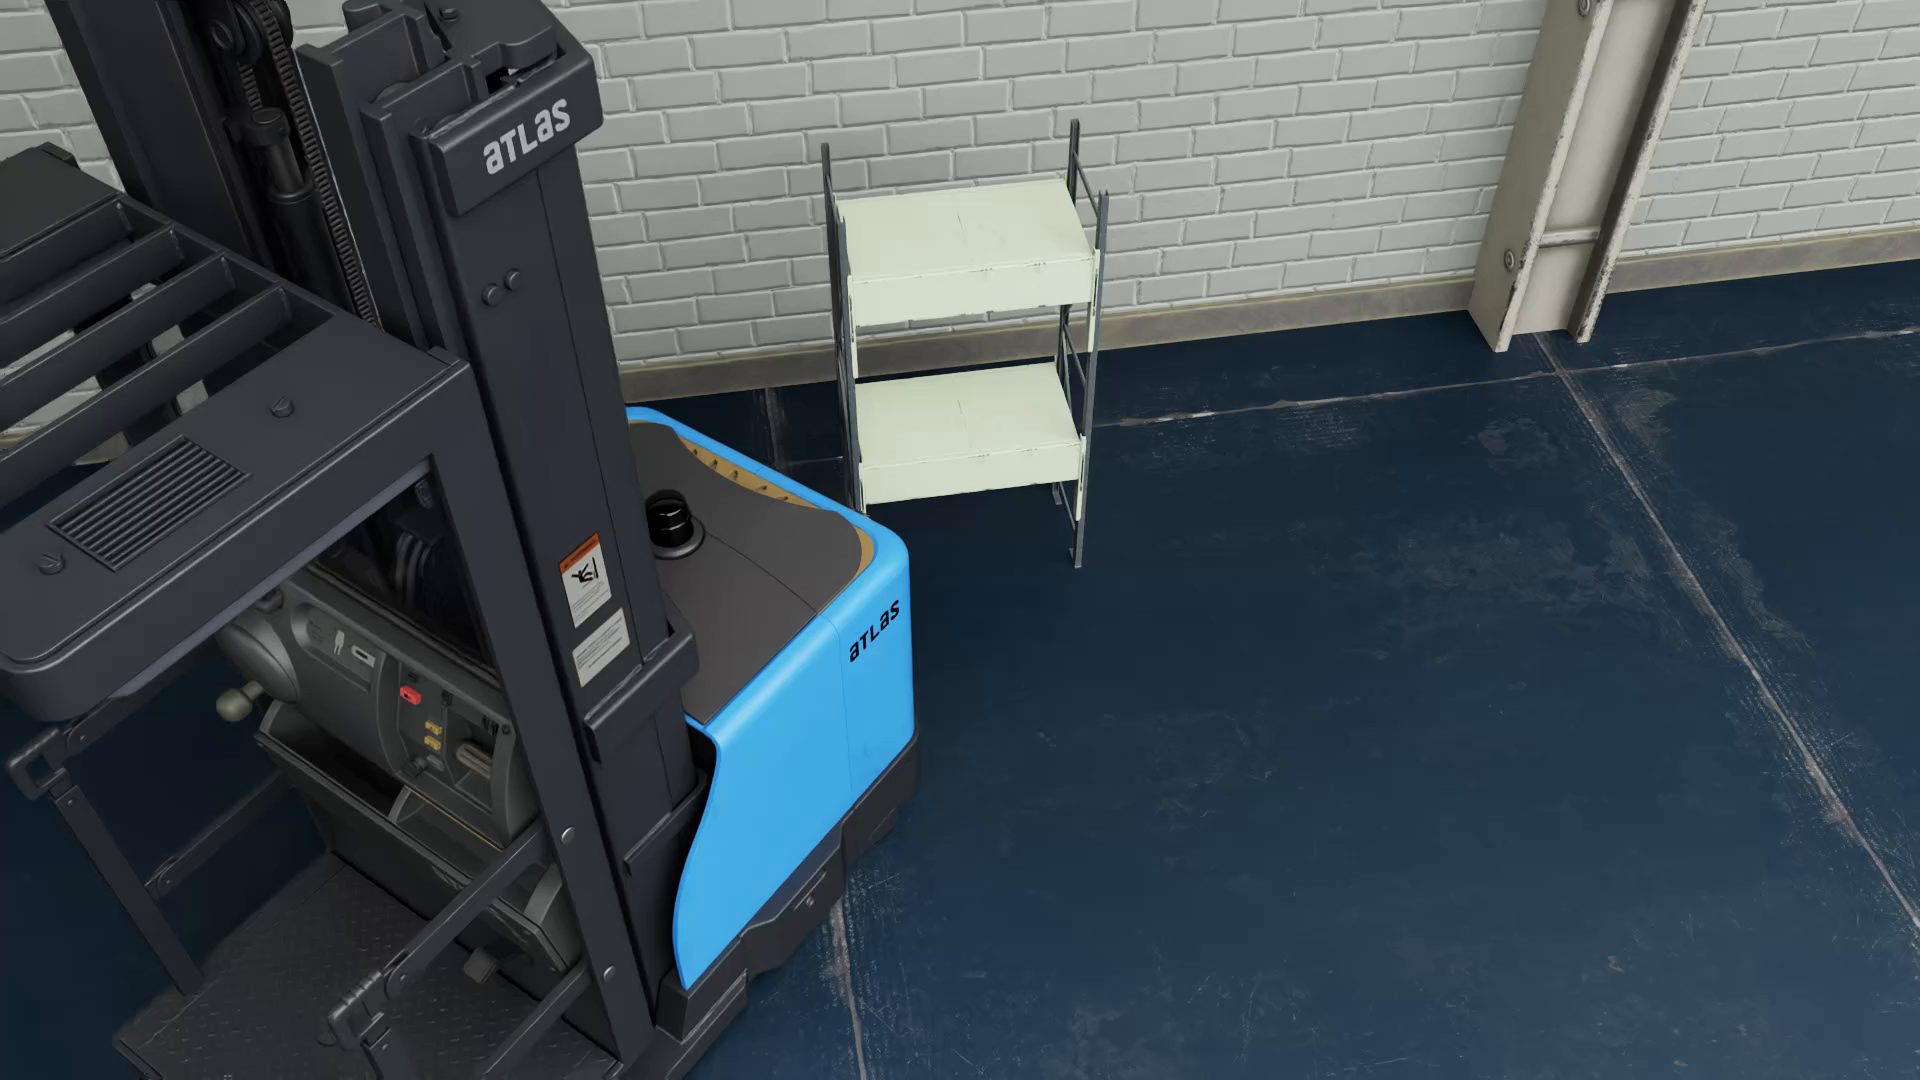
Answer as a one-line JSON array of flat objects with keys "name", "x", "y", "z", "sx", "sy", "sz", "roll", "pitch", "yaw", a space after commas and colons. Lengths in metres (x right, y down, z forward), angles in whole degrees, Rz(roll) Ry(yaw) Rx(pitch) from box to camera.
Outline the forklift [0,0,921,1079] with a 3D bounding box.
[{"name": "forklift", "x": -1.371, "y": 0.399, "z": 3.330, "sx": 1.130, "sy": 2.935, "sz": 3.031, "roll": 27, "pitch": 52, "yaw": 23}]

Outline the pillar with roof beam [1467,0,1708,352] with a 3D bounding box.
[{"name": "pillar with roof beam", "x": 2.976, "y": -0.930, "z": 0.397, "sx": 0.400, "sy": 9.000, "sz": 9.100, "roll": -7, "pitch": 46, "yaw": -7}]

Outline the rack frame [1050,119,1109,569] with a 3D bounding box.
[{"name": "rack frame", "x": 0.367, "y": -0.566, "z": 5.254, "sx": 0.023, "sy": 1.500, "sz": 0.400, "roll": -7, "pitch": 46, "yaw": -7}]

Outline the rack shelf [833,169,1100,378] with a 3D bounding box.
[{"name": "rack shelf", "x": 0.007, "y": -0.792, "z": 4.930, "sx": 0.720, "sy": 0.370, "sz": 0.431, "roll": -7, "pitch": 46, "yaw": -7}]

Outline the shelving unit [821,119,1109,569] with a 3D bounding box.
[{"name": "shelving unit", "x": 0.007, "y": -0.521, "z": 5.211, "sx": 0.755, "sy": 1.500, "sz": 0.431, "roll": -7, "pitch": 46, "yaw": -7}]

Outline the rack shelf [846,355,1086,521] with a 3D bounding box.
[{"name": "rack shelf", "x": 0.007, "y": -0.295, "z": 5.445, "sx": 0.720, "sy": 0.370, "sz": 0.431, "roll": -7, "pitch": 46, "yaw": -7}]

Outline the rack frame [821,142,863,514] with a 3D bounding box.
[{"name": "rack frame", "x": -0.354, "y": -0.476, "z": 5.167, "sx": 0.023, "sy": 1.500, "sz": 0.400, "roll": -7, "pitch": 46, "yaw": -7}]
